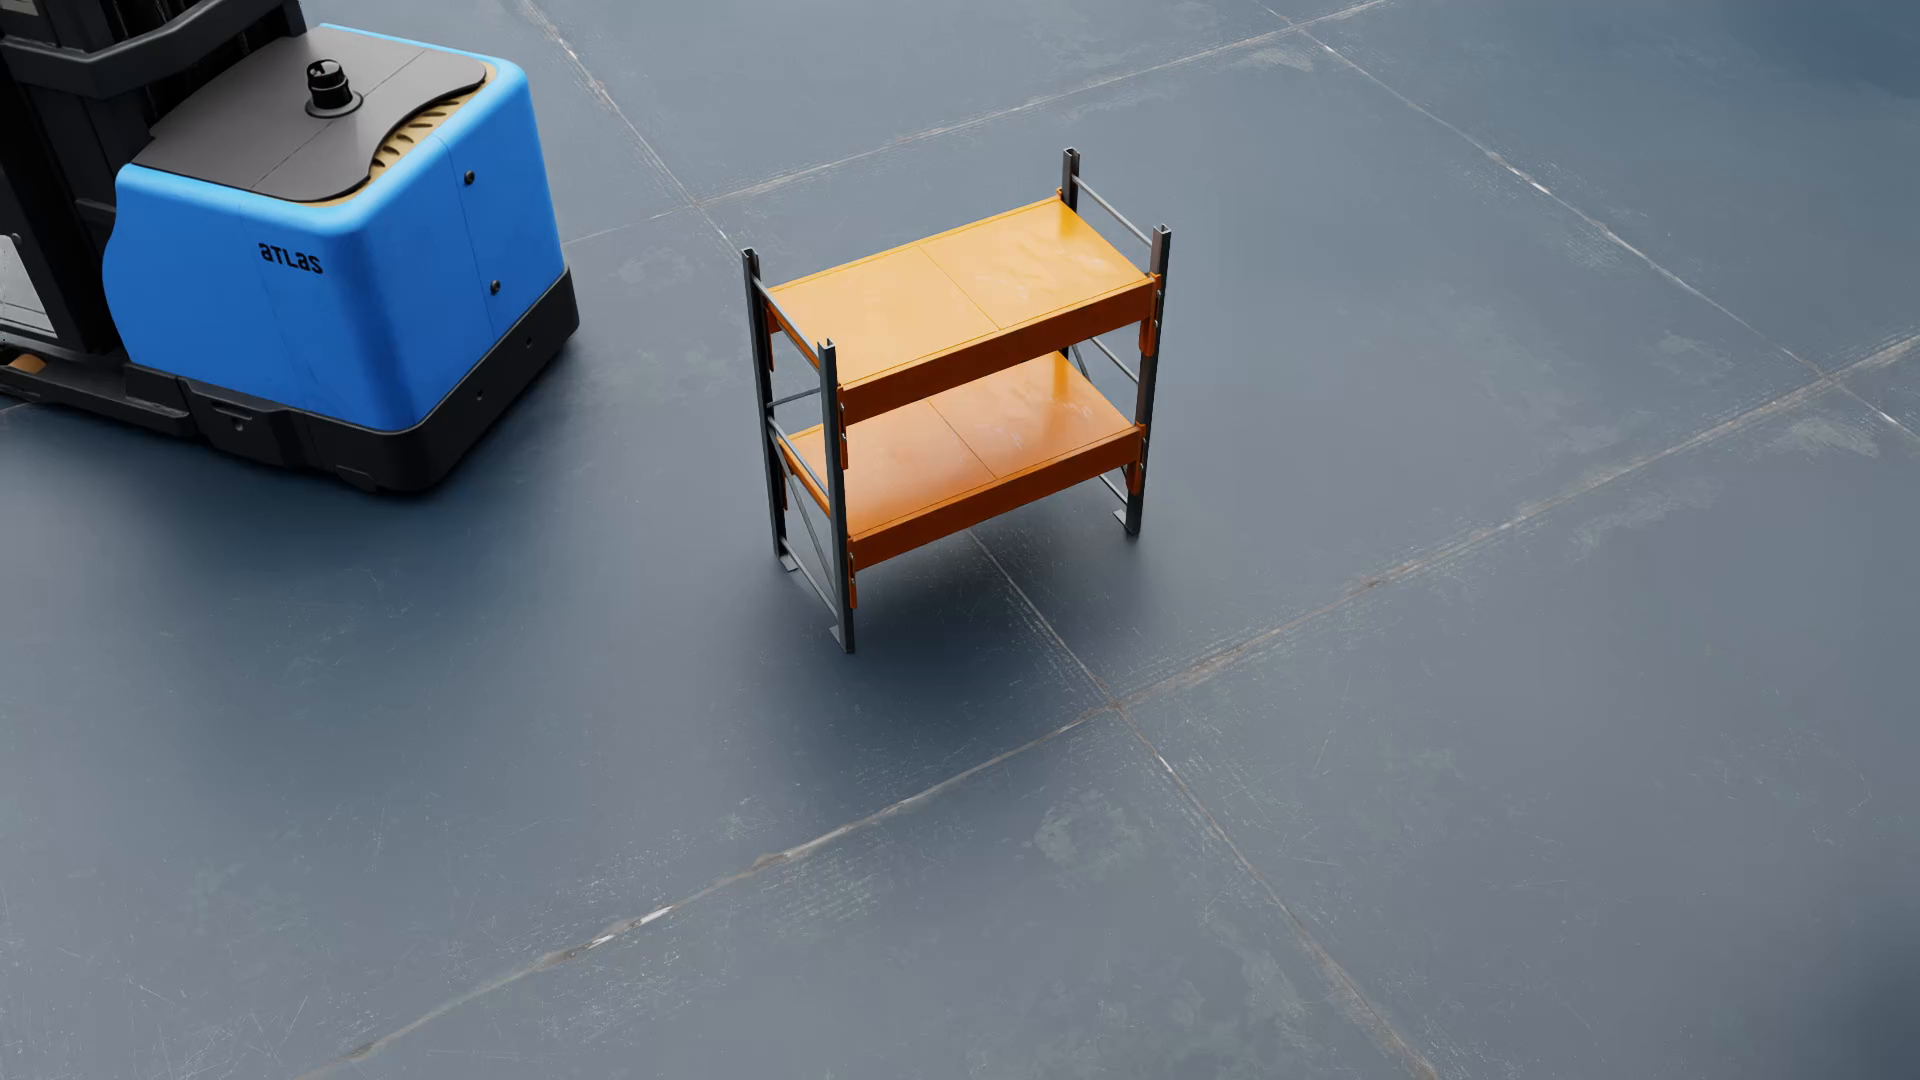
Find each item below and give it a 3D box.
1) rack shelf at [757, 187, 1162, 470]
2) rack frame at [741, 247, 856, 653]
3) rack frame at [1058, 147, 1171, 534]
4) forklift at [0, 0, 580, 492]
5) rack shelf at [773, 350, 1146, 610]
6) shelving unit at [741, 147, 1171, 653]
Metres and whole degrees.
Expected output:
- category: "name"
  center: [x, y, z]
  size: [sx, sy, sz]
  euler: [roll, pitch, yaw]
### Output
- category: "rack shelf"
  center: [-0.006, -0.611, 4.652]
  size: [1.000, 0.278, 0.538]
  euler: [-22, 48, -21]
- category: "rack frame"
  center: [-0.447, -0.225, 4.674]
  size: [0.032, 1.125, 0.500]
  euler: [-22, 48, -21]
- category: "rack frame"
  center: [0.435, -0.578, 5.038]
  size: [0.032, 1.125, 0.500]
  euler: [-22, 48, -21]
- category: "forklift"
  center: [-2.930, -1.852, 5.053]
  size: [3.031, 2.935, 1.130]
  euler: [15, 46, 15]
- category: "rack shelf"
  center: [-0.006, -0.226, 5.026]
  size: [1.000, 0.278, 0.538]
  euler: [-22, 48, -21]
- category: "shelving unit"
  center: [-0.006, -0.401, 4.856]
  size: [1.048, 1.125, 0.538]
  euler: [-22, 48, -21]
